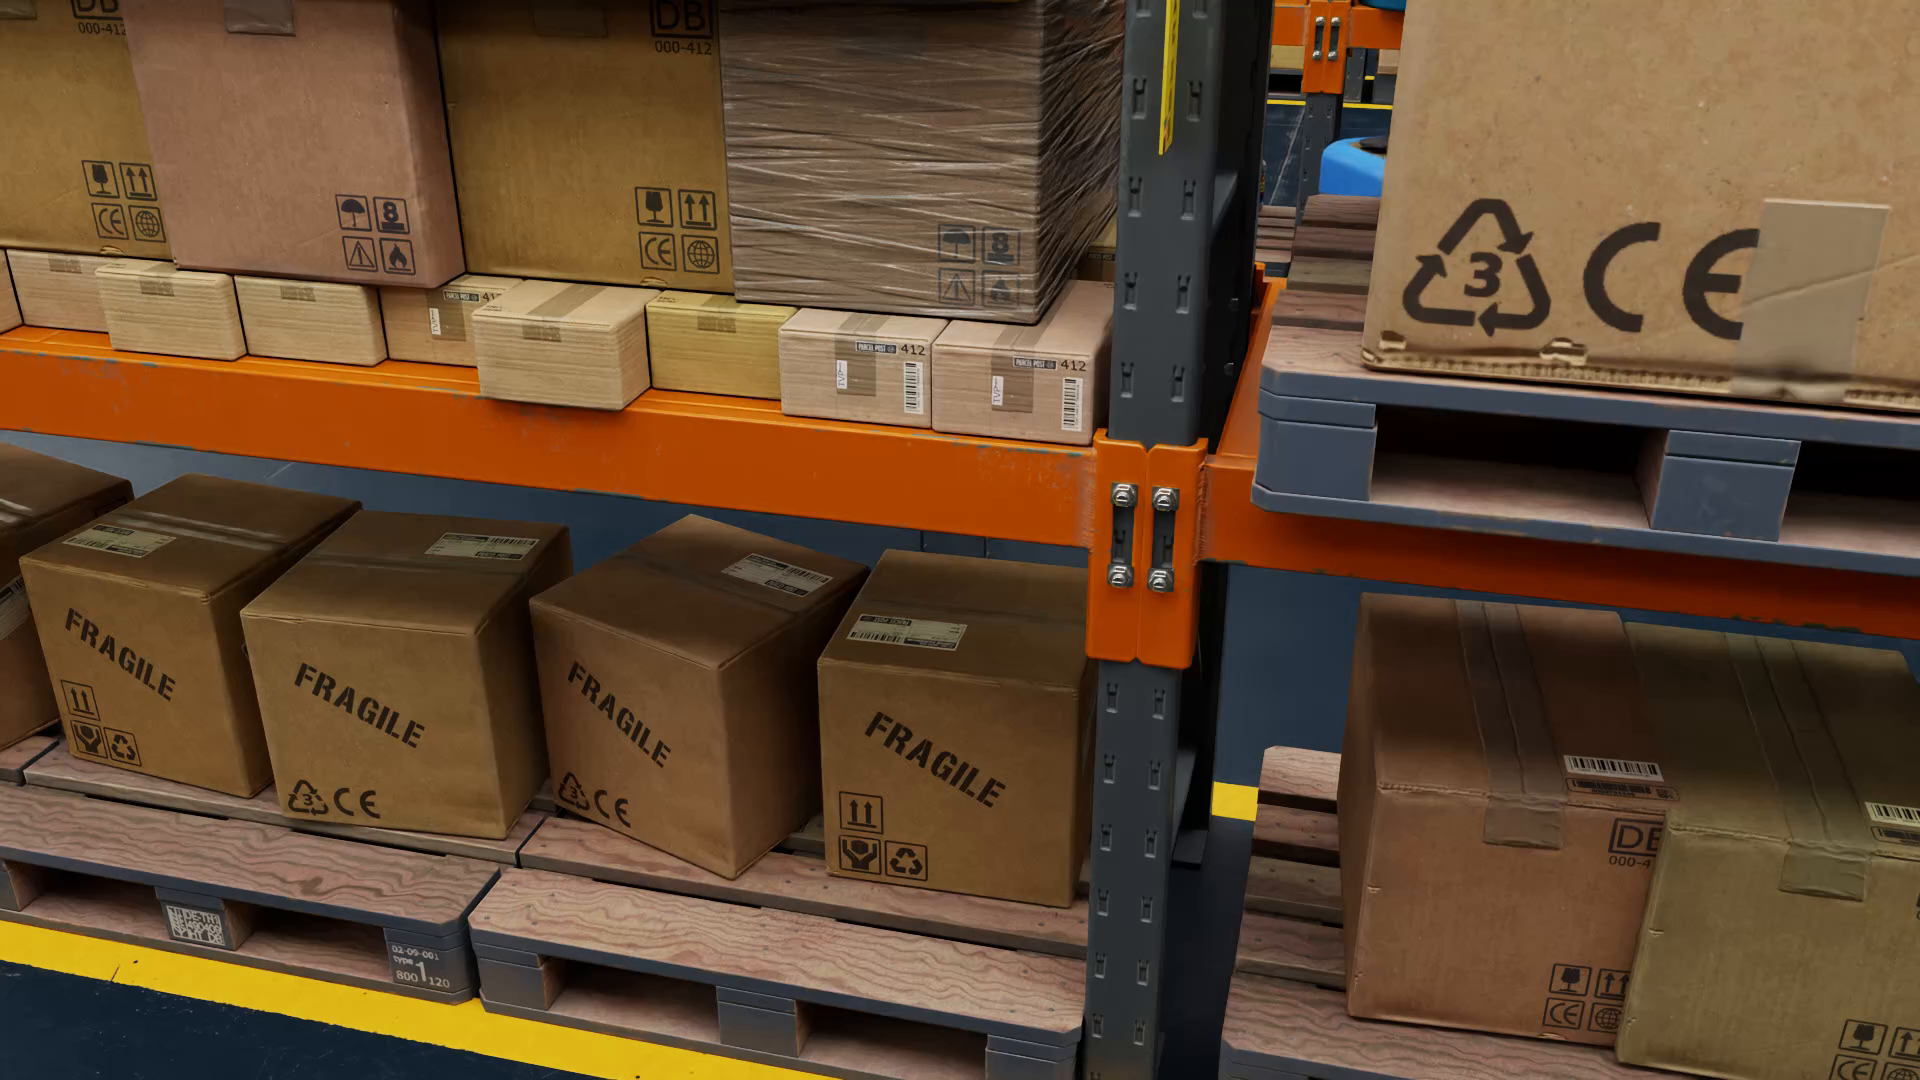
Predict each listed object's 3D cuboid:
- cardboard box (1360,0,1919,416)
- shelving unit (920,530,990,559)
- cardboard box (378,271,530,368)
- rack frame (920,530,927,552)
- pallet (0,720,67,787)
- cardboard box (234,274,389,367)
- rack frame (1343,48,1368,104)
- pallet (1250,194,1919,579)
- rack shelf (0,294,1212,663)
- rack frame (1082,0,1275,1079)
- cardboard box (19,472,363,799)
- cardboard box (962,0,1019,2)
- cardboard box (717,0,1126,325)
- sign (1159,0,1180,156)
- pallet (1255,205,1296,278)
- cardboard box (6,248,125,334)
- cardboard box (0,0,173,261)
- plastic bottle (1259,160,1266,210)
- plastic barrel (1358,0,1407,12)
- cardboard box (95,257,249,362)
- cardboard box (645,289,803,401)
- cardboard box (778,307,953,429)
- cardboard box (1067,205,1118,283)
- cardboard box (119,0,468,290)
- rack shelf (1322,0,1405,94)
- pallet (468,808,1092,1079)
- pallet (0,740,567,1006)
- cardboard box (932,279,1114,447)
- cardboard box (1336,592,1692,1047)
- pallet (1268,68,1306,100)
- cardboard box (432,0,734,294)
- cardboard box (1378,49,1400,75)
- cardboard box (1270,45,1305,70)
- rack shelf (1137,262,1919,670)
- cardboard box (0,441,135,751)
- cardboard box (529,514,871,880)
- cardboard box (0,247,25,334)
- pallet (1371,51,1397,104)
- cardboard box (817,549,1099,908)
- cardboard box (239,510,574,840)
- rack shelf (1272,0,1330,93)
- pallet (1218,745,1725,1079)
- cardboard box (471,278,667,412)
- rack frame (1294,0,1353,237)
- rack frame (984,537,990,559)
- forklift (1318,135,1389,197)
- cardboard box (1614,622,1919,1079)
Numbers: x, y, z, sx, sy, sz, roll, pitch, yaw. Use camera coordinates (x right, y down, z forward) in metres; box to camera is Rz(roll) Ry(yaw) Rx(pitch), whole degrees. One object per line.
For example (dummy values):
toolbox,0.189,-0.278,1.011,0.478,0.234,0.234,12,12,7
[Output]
cardboard box,1.140,-0.827,2.312,1.000,1.000,1.000,6,26,13
shelving unit,0.008,-0.405,5.055,0.210,0.900,0.258,6,26,13
cardboard box,-0.822,-0.442,2.981,0.250,0.149,0.380,6,26,13
rack frame,-0.091,-0.416,5.078,0.006,0.900,0.240,6,26,13
pallet,-2.617,0.430,4.101,1.213,0.211,1.003,6,26,13
cardboard box,-1.075,-0.452,3.002,0.250,0.149,0.380,6,26,13
rack frame,2.876,-4.634,11.494,0.127,3.000,1.000,6,26,13
pallet,1.109,-0.281,2.574,1.213,0.211,1.003,6,26,13
rack shelf,-1.532,-0.400,3.437,4.000,0.370,1.077,6,26,13
rack frame,0.405,-0.510,2.832,0.127,3.000,1.000,6,26,13
cardboard box,-1.679,0.199,3.762,0.500,0.500,0.500,9,27,18
cardboard box,-0.099,-1.075,2.392,0.500,0.500,0.500,6,26,13
cardboard box,-0.015,-0.764,2.902,0.500,0.500,0.875,6,26,13
sign,0.277,-0.674,2.170,0.005,0.325,0.100,6,26,13
pallet,0.999,-1.402,7.950,1.213,0.211,1.003,6,26,13
cardboard box,-1.548,-0.523,3.151,0.250,0.149,0.380,6,26,13
cardboard box,-1.474,-0.914,3.218,0.500,0.500,0.875,6,26,13
plastic bottle,1.439,-1.756,8.110,0.097,0.271,0.097,0,25,0
plastic barrel,1.937,-2.631,6.704,0.708,0.901,0.600,6,26,13
cardboard box,-1.325,-0.464,3.028,0.250,0.149,0.380,6,26,13
cardboard box,-0.343,-0.380,2.851,0.250,0.149,0.380,6,26,13
cardboard box,-0.116,-0.328,2.742,0.250,0.149,0.380,6,26,13
cardboard box,0.272,-0.545,3.198,0.250,0.149,0.380,6,26,13
cardboard box,-1.000,-0.843,3.070,0.500,0.500,0.875,6,26,13
rack shelf,3.576,-2.033,6.868,4.000,0.370,1.077,6,26,13
pallet,-0.254,0.692,3.552,1.213,0.211,1.003,6,26,13
pallet,-1.439,0.562,3.824,1.213,0.211,1.003,6,26,13
cardboard box,0.124,-0.297,2.678,0.250,0.149,0.380,6,26,13
cardboard box,0.994,0.494,3.118,0.500,0.500,0.700,4,26,9
pallet,2.116,-3.478,12.309,1.213,0.211,1.003,6,26,13
cardboard box,-0.491,-0.832,3.045,0.500,0.500,0.875,6,26,13
cardboard box,3.205,-3.436,11.687,0.500,0.250,0.500,6,26,12
cardboard box,2.372,-3.541,11.908,0.500,0.250,0.500,6,26,13
rack shelf,2.342,0.029,2.537,4.000,0.370,1.077,6,26,13
cardboard box,-2.281,0.124,3.919,0.500,0.500,0.500,14,29,26
cardboard box,-0.529,0.311,3.526,0.500,0.500,0.500,15,30,29
cardboard box,-1.824,-0.494,3.091,0.250,0.149,0.380,6,26,13
pallet,3.599,-3.312,11.962,1.213,0.211,1.003,6,26,13
cardboard box,0.028,0.369,3.404,0.500,0.500,0.500,6,26,11
cardboard box,-1.150,0.277,3.597,0.500,0.500,0.500,4,26,8
rack shelf,-0.298,-2.462,7.768,4.000,0.370,1.077,6,26,13
pallet,1.160,0.831,3.258,1.213,0.211,1.003,6,26,13
cardboard box,-0.613,-0.360,2.810,0.250,0.149,0.380,6,26,13
rack frame,1.639,-2.572,7.163,0.127,3.000,1.000,6,26,13
rack frame,0.106,-0.395,5.032,0.006,0.900,0.240,6,26,13
forklift,2.769,-1.713,5.439,3.031,2.935,1.130,-9,27,-18
cardboard box,1.452,0.553,2.994,0.500,0.500,0.700,6,26,13
